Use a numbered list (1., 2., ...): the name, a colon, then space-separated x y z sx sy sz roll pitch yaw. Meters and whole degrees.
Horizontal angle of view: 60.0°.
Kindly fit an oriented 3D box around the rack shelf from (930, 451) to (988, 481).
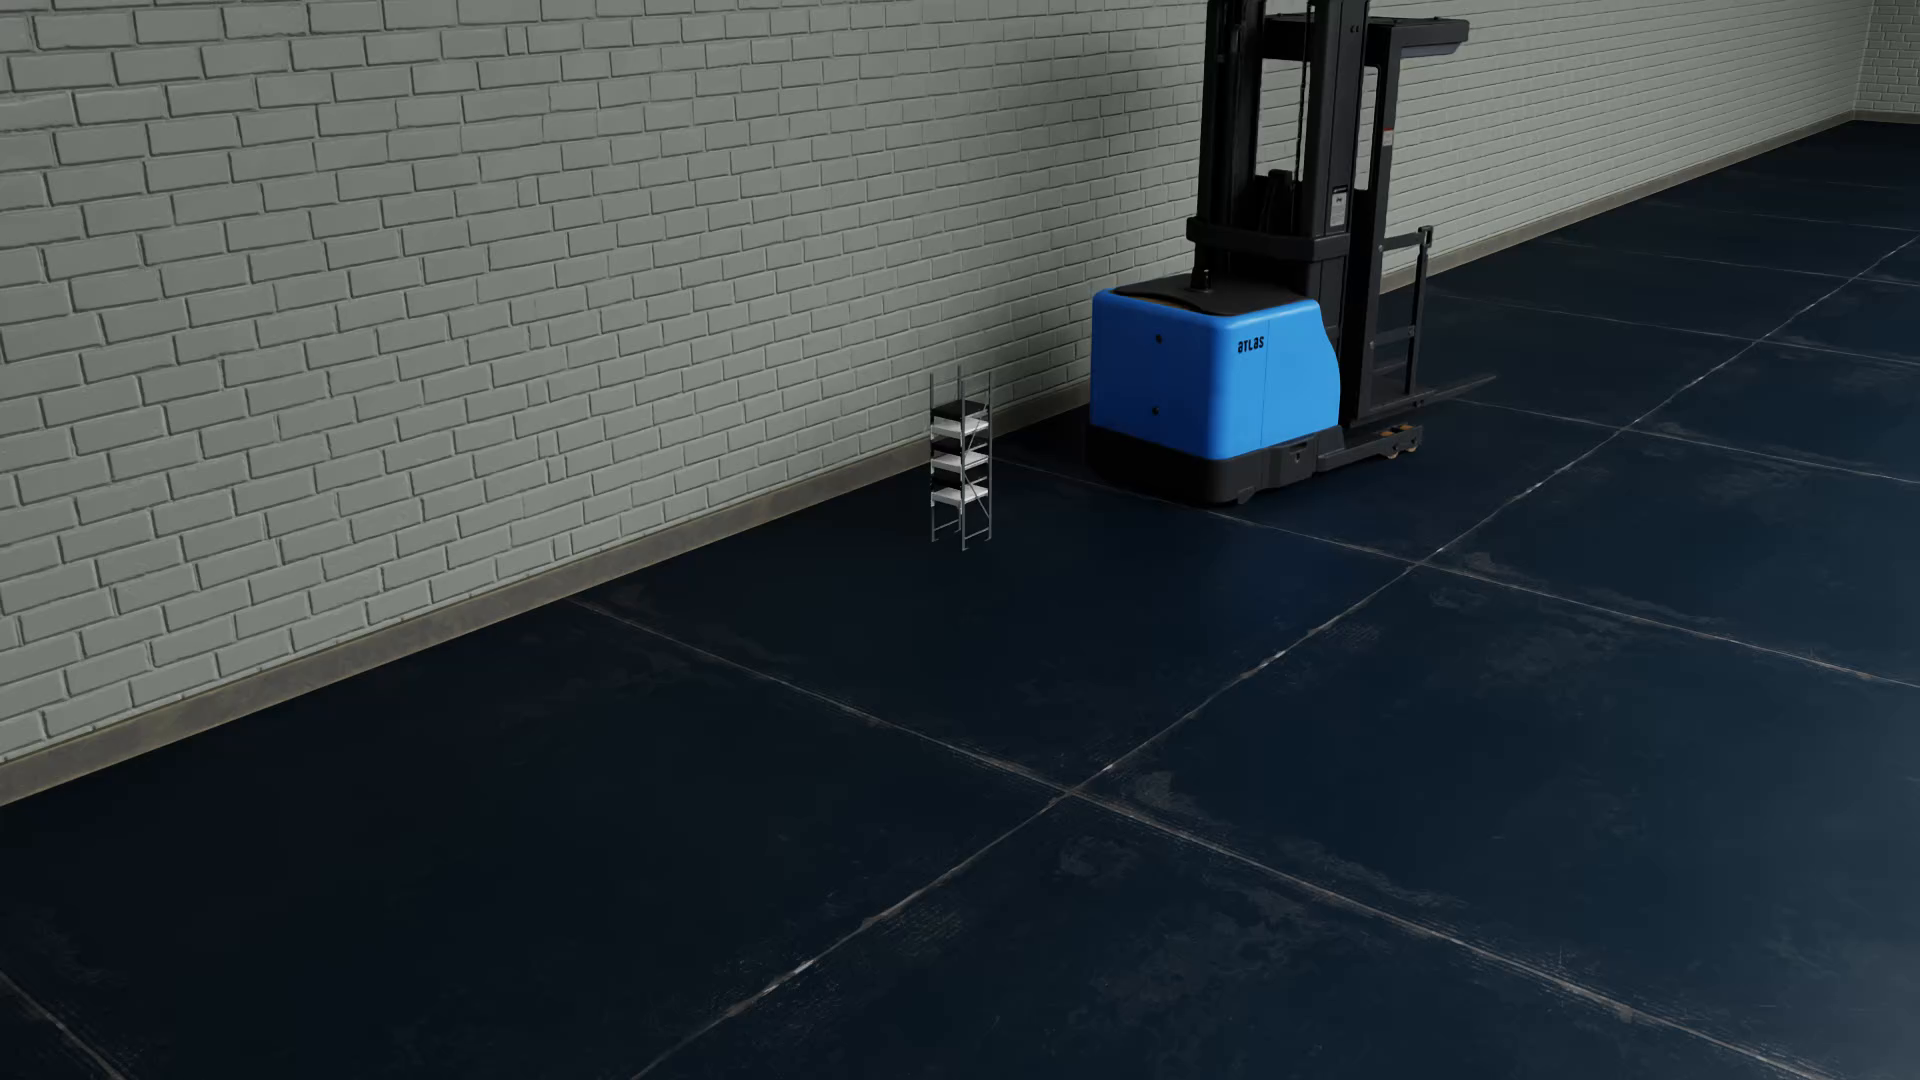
1. rack shelf: 0.006 -0.388 8.516 0.200 0.077 0.258 16 26 36

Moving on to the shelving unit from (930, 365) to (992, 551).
1. shelving unit: 0.006 -0.419 8.505 0.210 0.900 0.258 16 26 36

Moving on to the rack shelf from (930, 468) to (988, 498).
1. rack shelf: 0.006 -0.304 8.548 0.200 0.077 0.258 16 26 36

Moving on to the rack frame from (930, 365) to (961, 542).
1. rack frame: -0.072 -0.442 8.565 0.006 0.900 0.240 16 26 36

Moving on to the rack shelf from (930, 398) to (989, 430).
1. rack shelf: 0.006 -0.641 8.421 0.200 0.077 0.258 16 26 36

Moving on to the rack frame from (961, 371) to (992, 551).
1. rack frame: 0.085 -0.397 8.444 0.006 0.900 0.240 16 26 36

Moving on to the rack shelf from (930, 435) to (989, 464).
1. rack shelf: 0.006 -0.472 8.485 0.200 0.077 0.258 16 26 36

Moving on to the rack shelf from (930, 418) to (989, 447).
1. rack shelf: 0.006 -0.556 8.453 0.200 0.077 0.258 16 26 36

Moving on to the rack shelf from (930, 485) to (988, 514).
1. rack shelf: 0.006 -0.220 8.580 0.200 0.077 0.258 16 26 36

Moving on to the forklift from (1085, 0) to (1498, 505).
1. forklift: 2.171 -1.980 9.764 3.031 2.935 1.130 -17 27 -38
